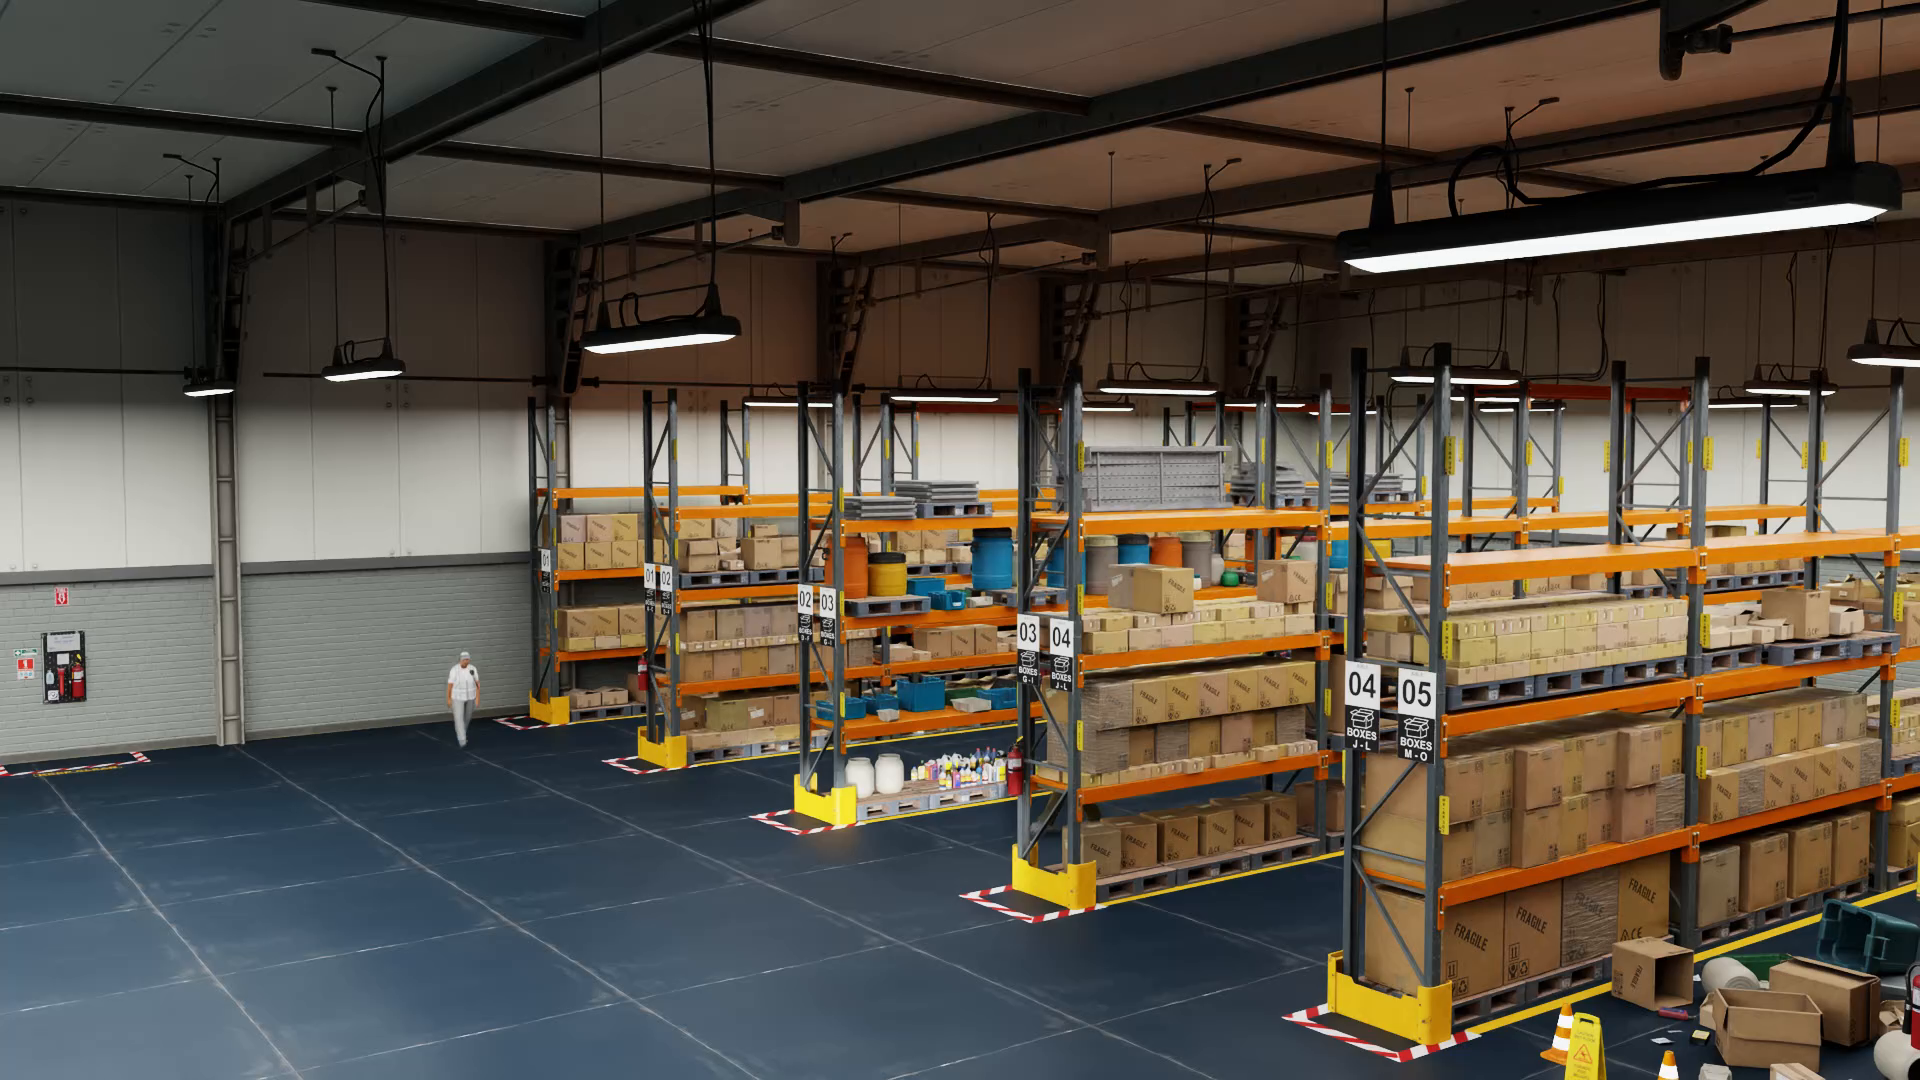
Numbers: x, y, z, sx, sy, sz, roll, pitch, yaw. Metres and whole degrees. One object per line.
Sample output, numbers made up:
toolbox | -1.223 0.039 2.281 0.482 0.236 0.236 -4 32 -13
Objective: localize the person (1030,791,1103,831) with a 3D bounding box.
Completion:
person | 1.395 2.970 21.996 1.066 1.734 0.607 0 3 -1

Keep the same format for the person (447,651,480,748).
person | -8.361 2.680 28.051 0.535 1.601 1.019 -3 4 -38
